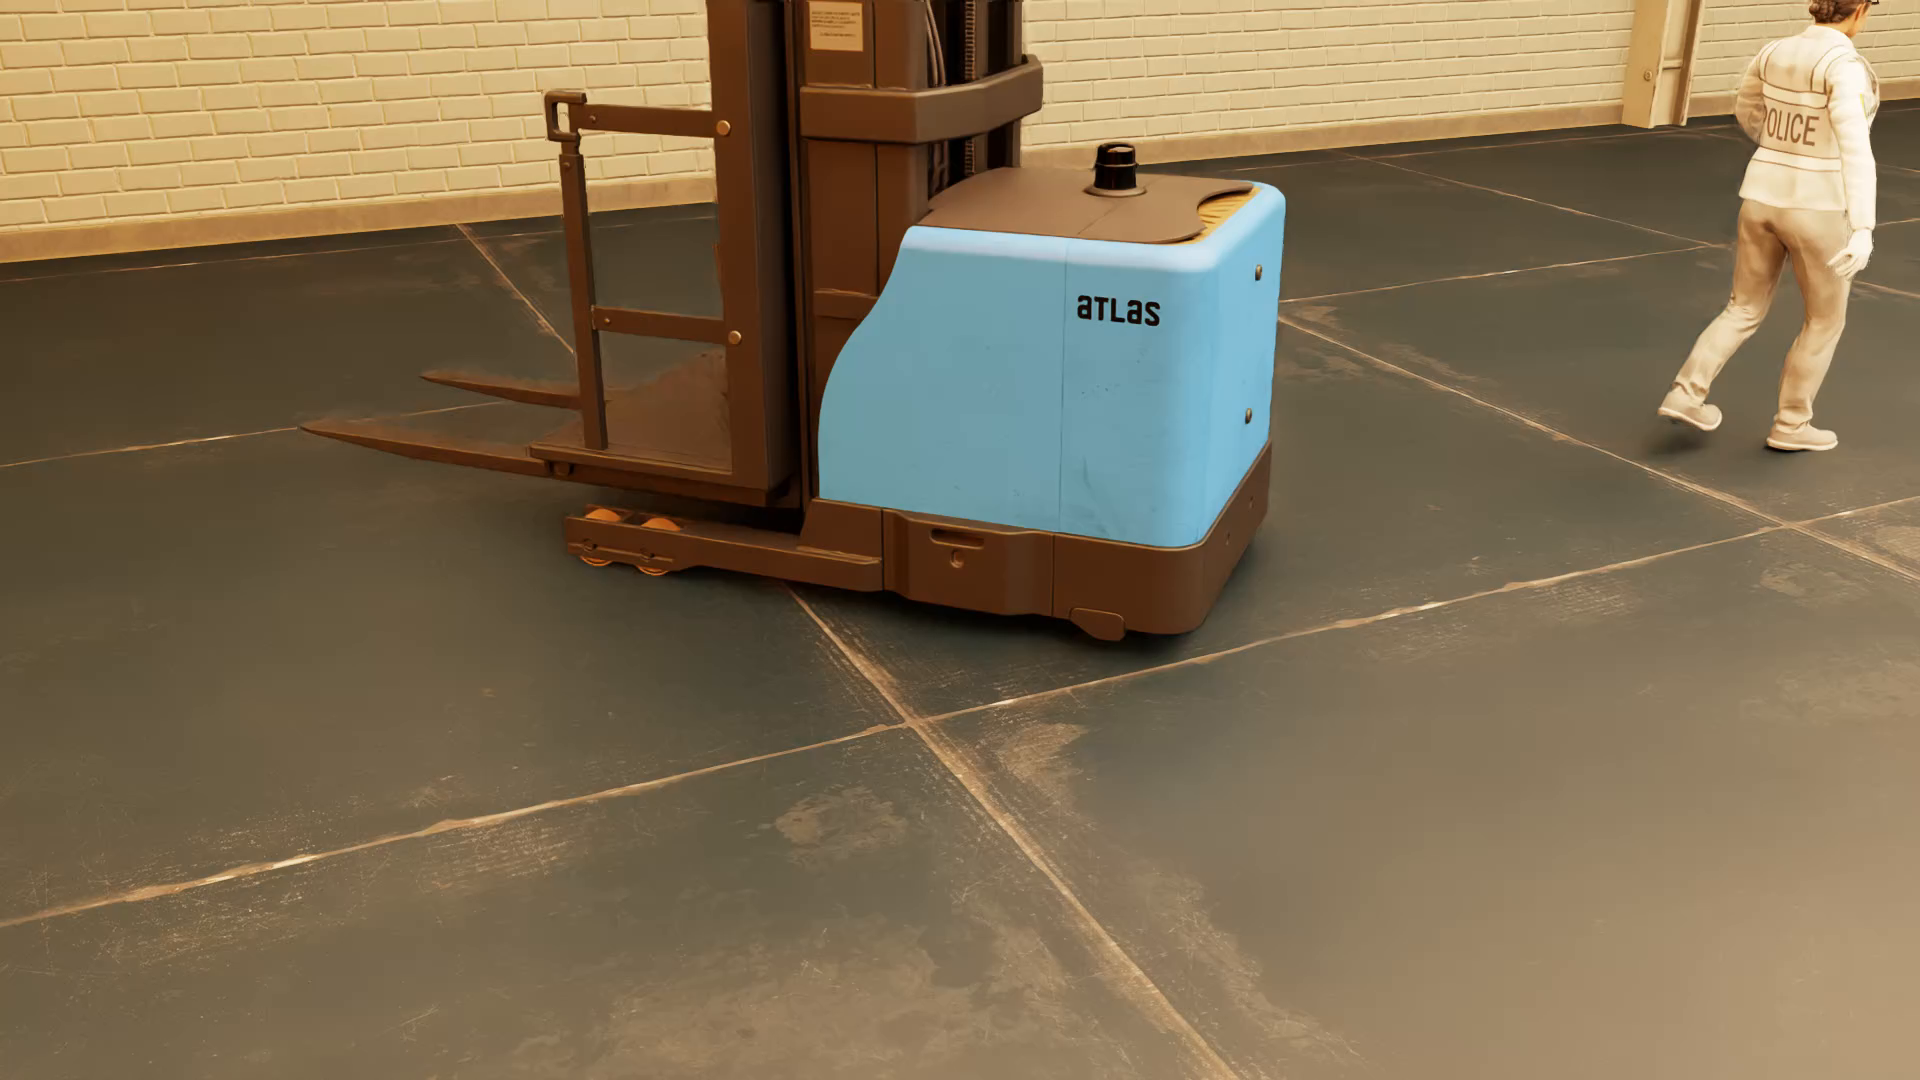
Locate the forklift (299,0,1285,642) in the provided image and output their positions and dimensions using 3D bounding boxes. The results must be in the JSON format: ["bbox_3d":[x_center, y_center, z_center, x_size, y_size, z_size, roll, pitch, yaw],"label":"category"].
[{"bbox_3d":[-0.624,-1.426,4.719,3.031,2.935,1.130,8,24,20],"label":"forklift"}]

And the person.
[{"bbox_3d":[2.823,-1.085,5.587,0.686,1.651,0.823,-9,24,-20],"label":"person"}]
